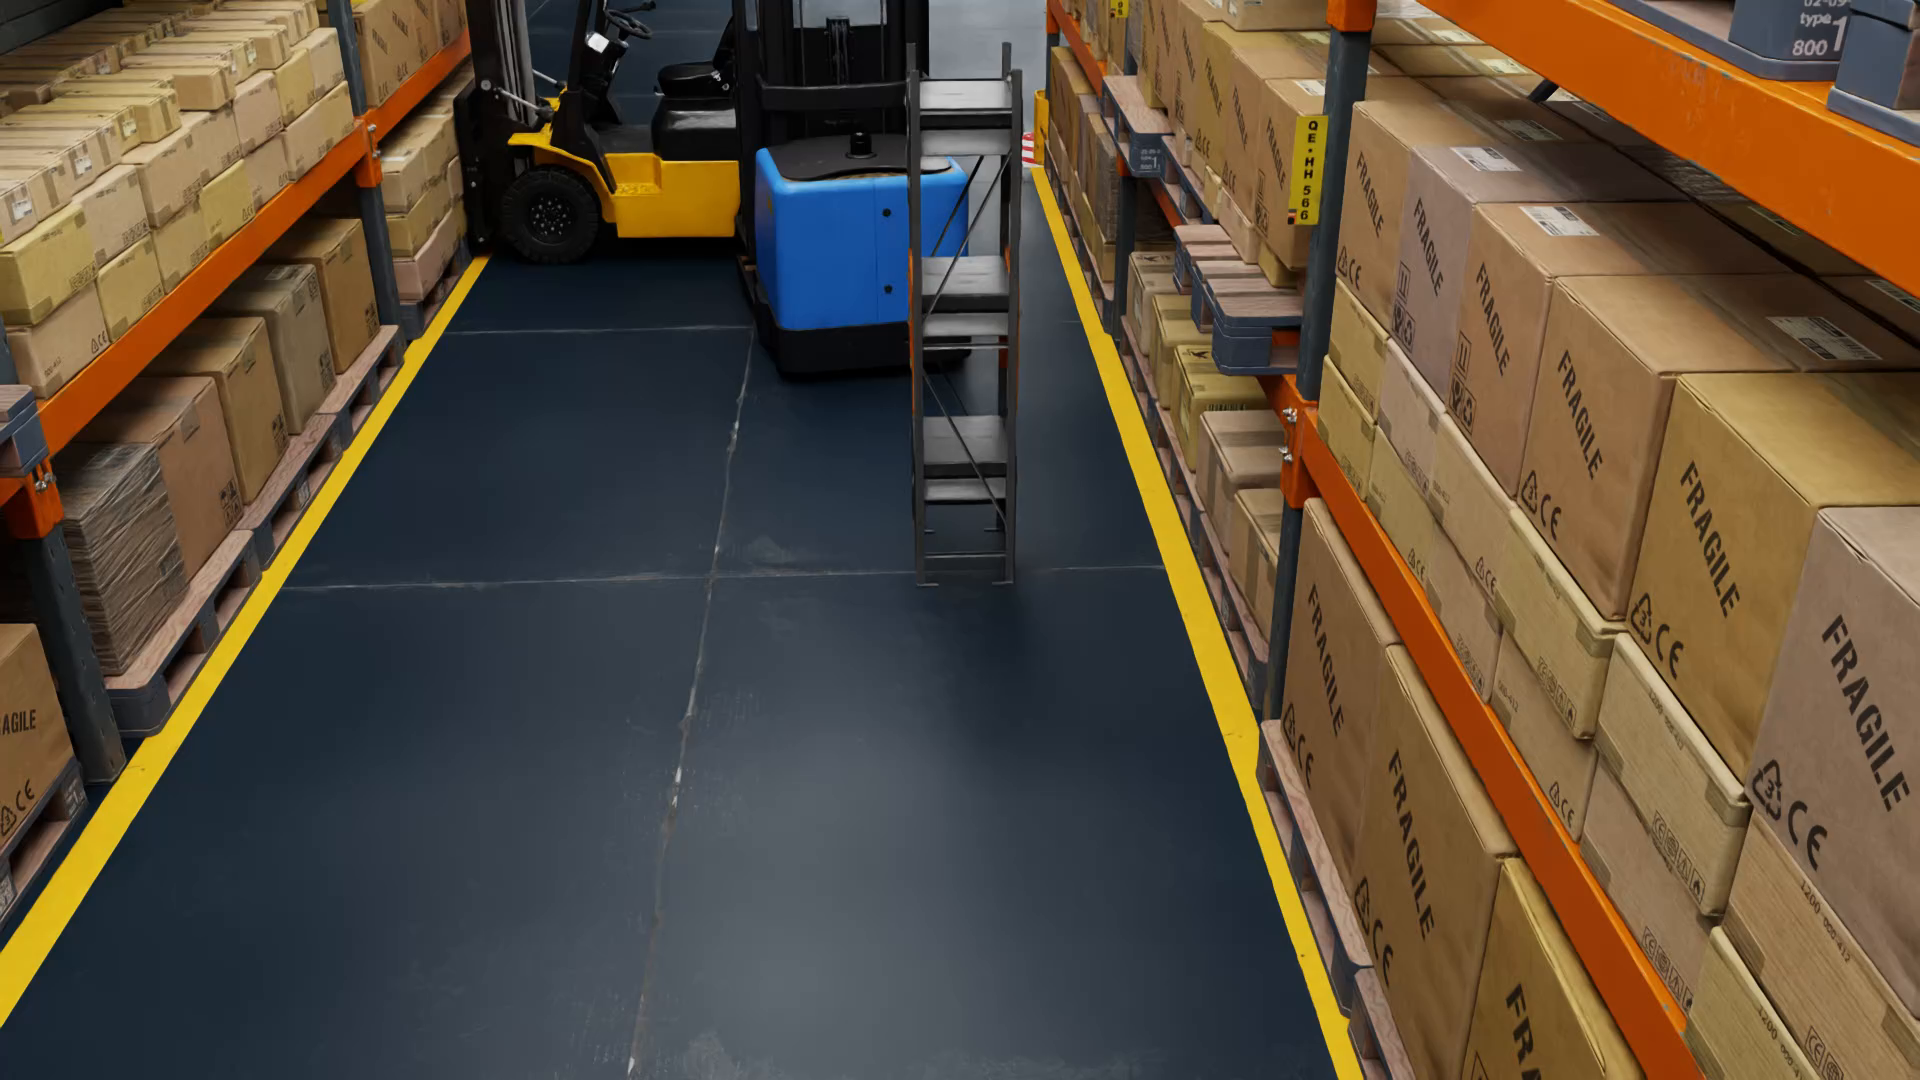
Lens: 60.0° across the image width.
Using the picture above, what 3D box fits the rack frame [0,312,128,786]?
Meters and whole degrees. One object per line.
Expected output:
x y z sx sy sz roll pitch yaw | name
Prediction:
-3.379 -0.514 4.992 1.000 3.000 0.127 -1 28 -3 | rack frame

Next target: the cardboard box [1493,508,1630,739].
1.410 0.153 3.334 0.500 0.250 0.500 -1 28 -2 | cardboard box

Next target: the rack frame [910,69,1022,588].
0.021 -0.742 6.402 0.400 2.100 0.015 -1 28 -3 | rack frame

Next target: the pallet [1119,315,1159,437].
1.411 -0.887 8.722 1.003 0.211 1.213 -1 28 -3 | pallet

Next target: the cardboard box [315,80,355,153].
-3.300 -2.068 8.134 0.500 0.250 0.500 -1 28 -1 | cardboard box

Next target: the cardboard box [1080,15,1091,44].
0.958 -3.218 10.448 0.380 0.149 0.250 -1 28 -2 | cardboard box

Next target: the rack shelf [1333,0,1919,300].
1.682 -0.723 2.926 1.077 0.370 4.000 -1 28 -3 | rack shelf

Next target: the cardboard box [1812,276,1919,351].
1.939 -0.190 3.182 0.500 0.500 0.500 -2 28 -3 | cardboard box

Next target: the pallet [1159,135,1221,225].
1.433 -1.464 7.020 1.003 0.211 1.213 -1 28 -3 | pallet

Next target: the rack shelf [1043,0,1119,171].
1.264 -3.087 10.704 1.077 0.370 4.000 -1 28 -3 | rack shelf

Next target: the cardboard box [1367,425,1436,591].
1.396 -0.100 4.361 0.500 0.250 0.500 -2 28 -4 | cardboard box

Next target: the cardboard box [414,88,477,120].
-3.374 -2.711 10.642 0.500 0.250 0.500 -2 28 -4 | cardboard box

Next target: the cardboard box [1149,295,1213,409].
1.440 -0.930 8.176 0.950 0.372 0.625 0 28 1 | cardboard box

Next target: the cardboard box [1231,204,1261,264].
1.181 -1.093 5.920 0.380 0.149 0.250 -2 28 -3 | cardboard box

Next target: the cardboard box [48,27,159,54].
-3.776 -2.168 7.353 0.380 0.149 0.250 -2 28 -3 | cardboard box

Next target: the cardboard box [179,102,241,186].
-3.244 -1.589 6.674 0.500 0.250 0.500 -1 28 -2 | cardboard box

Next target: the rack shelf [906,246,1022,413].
0.009 -0.842 6.624 0.431 0.518 0.480 -1 28 -3 | rack shelf

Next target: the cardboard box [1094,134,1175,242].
1.070 -2.049 9.643 0.500 0.500 0.500 -2 28 -3 | cardboard box

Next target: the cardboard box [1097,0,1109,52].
1.064 -3.096 9.512 0.500 0.500 0.500 0 28 -1 | cardboard box

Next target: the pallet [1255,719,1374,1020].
1.544 0.967 5.168 1.003 0.211 1.213 -1 28 -3 | pallet

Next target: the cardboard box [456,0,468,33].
-3.464 -3.555 10.715 0.500 0.500 0.500 -2 28 -4 | cardboard box

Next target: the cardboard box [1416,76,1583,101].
1.785 -1.211 5.445 0.500 0.500 0.500 -2 28 -4 | cardboard box

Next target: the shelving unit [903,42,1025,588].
0.009 -0.855 6.618 0.431 2.100 0.503 -1 28 -3 | shelving unit

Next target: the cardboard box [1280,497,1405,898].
1.531 0.441 5.003 0.875 0.875 0.875 -2 28 -3 | cardboard box

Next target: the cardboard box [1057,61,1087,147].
0.959 -2.998 11.463 0.500 0.500 0.500 -2 28 -5 | cardboard box

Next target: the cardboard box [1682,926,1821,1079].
1.486 0.842 2.554 0.500 0.250 0.500 -2 28 -3 | cardboard box

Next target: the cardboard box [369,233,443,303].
-3.283 -1.560 9.516 0.500 0.250 0.500 -1 28 -2 | cardboard box

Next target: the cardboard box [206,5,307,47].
-3.317 -2.422 7.840 0.380 0.149 0.250 -2 28 -3 | cardboard box

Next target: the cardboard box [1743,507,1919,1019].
1.478 0.285 2.270 0.500 0.500 0.500 -1 28 -2 | cardboard box

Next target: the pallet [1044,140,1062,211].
1.171 -2.682 12.165 1.003 0.211 1.213 -1 28 -3 | pallet

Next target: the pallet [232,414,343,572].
-3.444 -0.221 7.445 1.003 0.211 1.213 -1 28 -3 | pallet

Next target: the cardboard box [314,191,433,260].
-3.305 -1.781 9.399 0.500 0.250 0.500 -2 28 -3 | cardboard box

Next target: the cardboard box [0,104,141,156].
-3.225 -1.477 6.029 0.380 0.149 0.250 -1 28 -2 | cardboard box

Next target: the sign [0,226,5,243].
-2.838 -1.010 4.776 0.100 0.325 0.005 -1 28 -3 | sign

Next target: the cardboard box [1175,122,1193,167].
1.122 -1.692 7.068 0.380 0.149 0.250 0 28 -1 | cardboard box

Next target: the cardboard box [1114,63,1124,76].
1.048 -2.512 9.095 0.380 0.149 0.250 -2 28 -3 | cardboard box

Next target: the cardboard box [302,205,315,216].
-3.807 -1.994 9.268 0.500 0.250 0.500 -1 28 -2 | cardboard box

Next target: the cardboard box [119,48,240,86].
-3.252 -1.951 6.938 0.380 0.149 0.250 -1 28 -2 | cardboard box

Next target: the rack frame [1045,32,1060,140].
1.160 -4.330 12.308 1.000 3.000 0.127 -1 28 -3 | rack frame

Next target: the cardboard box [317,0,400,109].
-3.350 -2.617 8.915 0.500 0.500 0.500 -2 28 -4 | cardboard box

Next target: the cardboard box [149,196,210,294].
-3.213 -1.128 6.332 0.500 0.250 0.500 -2 28 -4 | cardboard box

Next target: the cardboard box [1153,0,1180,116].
1.146 -2.162 7.267 0.500 0.500 0.500 -2 28 -3 | cardboard box

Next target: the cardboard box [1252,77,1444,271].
1.276 -1.201 5.425 0.500 0.500 0.500 -2 28 -4 | cardboard box

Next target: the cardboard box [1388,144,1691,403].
1.395 -0.661 4.083 0.500 0.500 0.500 -1 28 -2 | cardboard box

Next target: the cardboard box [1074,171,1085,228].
1.010 -2.197 10.738 0.500 0.250 0.500 -1 28 -2 | cardboard box

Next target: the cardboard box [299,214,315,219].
-3.818 -1.770 9.378 0.500 0.250 0.500 -2 28 -4 | cardboard box

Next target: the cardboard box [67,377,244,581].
-3.440 -0.237 6.575 0.875 0.625 0.625 -1 28 -1 | cardboard box

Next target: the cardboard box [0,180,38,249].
-3.102 -1.000 5.114 0.380 0.149 0.250 -1 28 -1 | cardboard box

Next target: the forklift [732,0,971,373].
-0.770 -2.843 9.531 1.130 2.935 3.031 -6 28 -12 | forklift

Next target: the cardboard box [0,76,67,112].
-3.698 -1.700 6.456 0.380 0.149 0.250 -1 28 -1 | cardboard box
